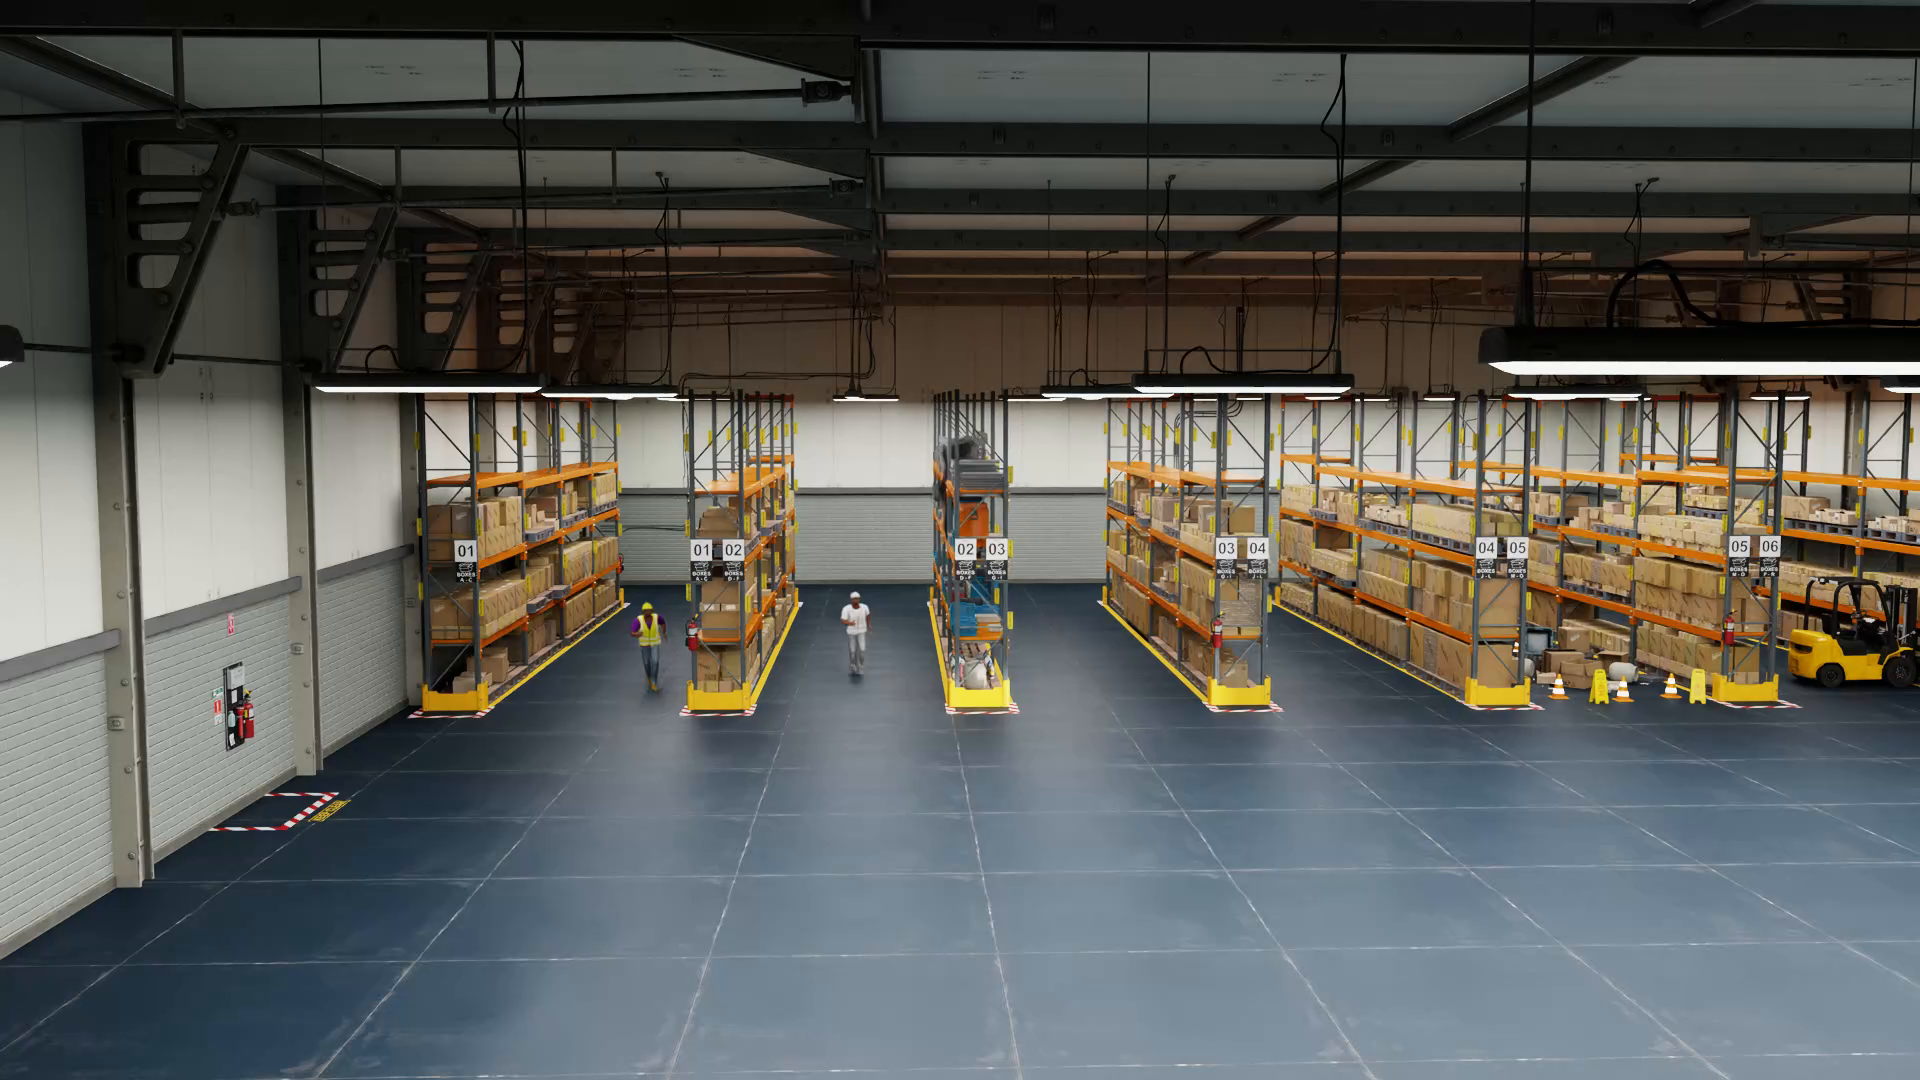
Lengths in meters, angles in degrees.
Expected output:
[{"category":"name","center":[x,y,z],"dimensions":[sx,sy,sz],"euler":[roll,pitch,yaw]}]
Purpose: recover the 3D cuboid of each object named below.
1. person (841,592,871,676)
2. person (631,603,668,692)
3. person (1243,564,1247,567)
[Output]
[{"category":"person","center":[-2.185,1.982,35.140],"dimensions":[0.659,1.786,0.810],"euler":[-1,5,-8]},{"category":"person","center":[-6.256,2.122,33.502],"dimensions":[0.717,1.756,0.973],"euler":[-1,5,-7]},{"category":"person","center":[8.461,0.970,48.707],"dimensions":[0.699,1.649,0.768],"euler":[-2,5,-27]}]
